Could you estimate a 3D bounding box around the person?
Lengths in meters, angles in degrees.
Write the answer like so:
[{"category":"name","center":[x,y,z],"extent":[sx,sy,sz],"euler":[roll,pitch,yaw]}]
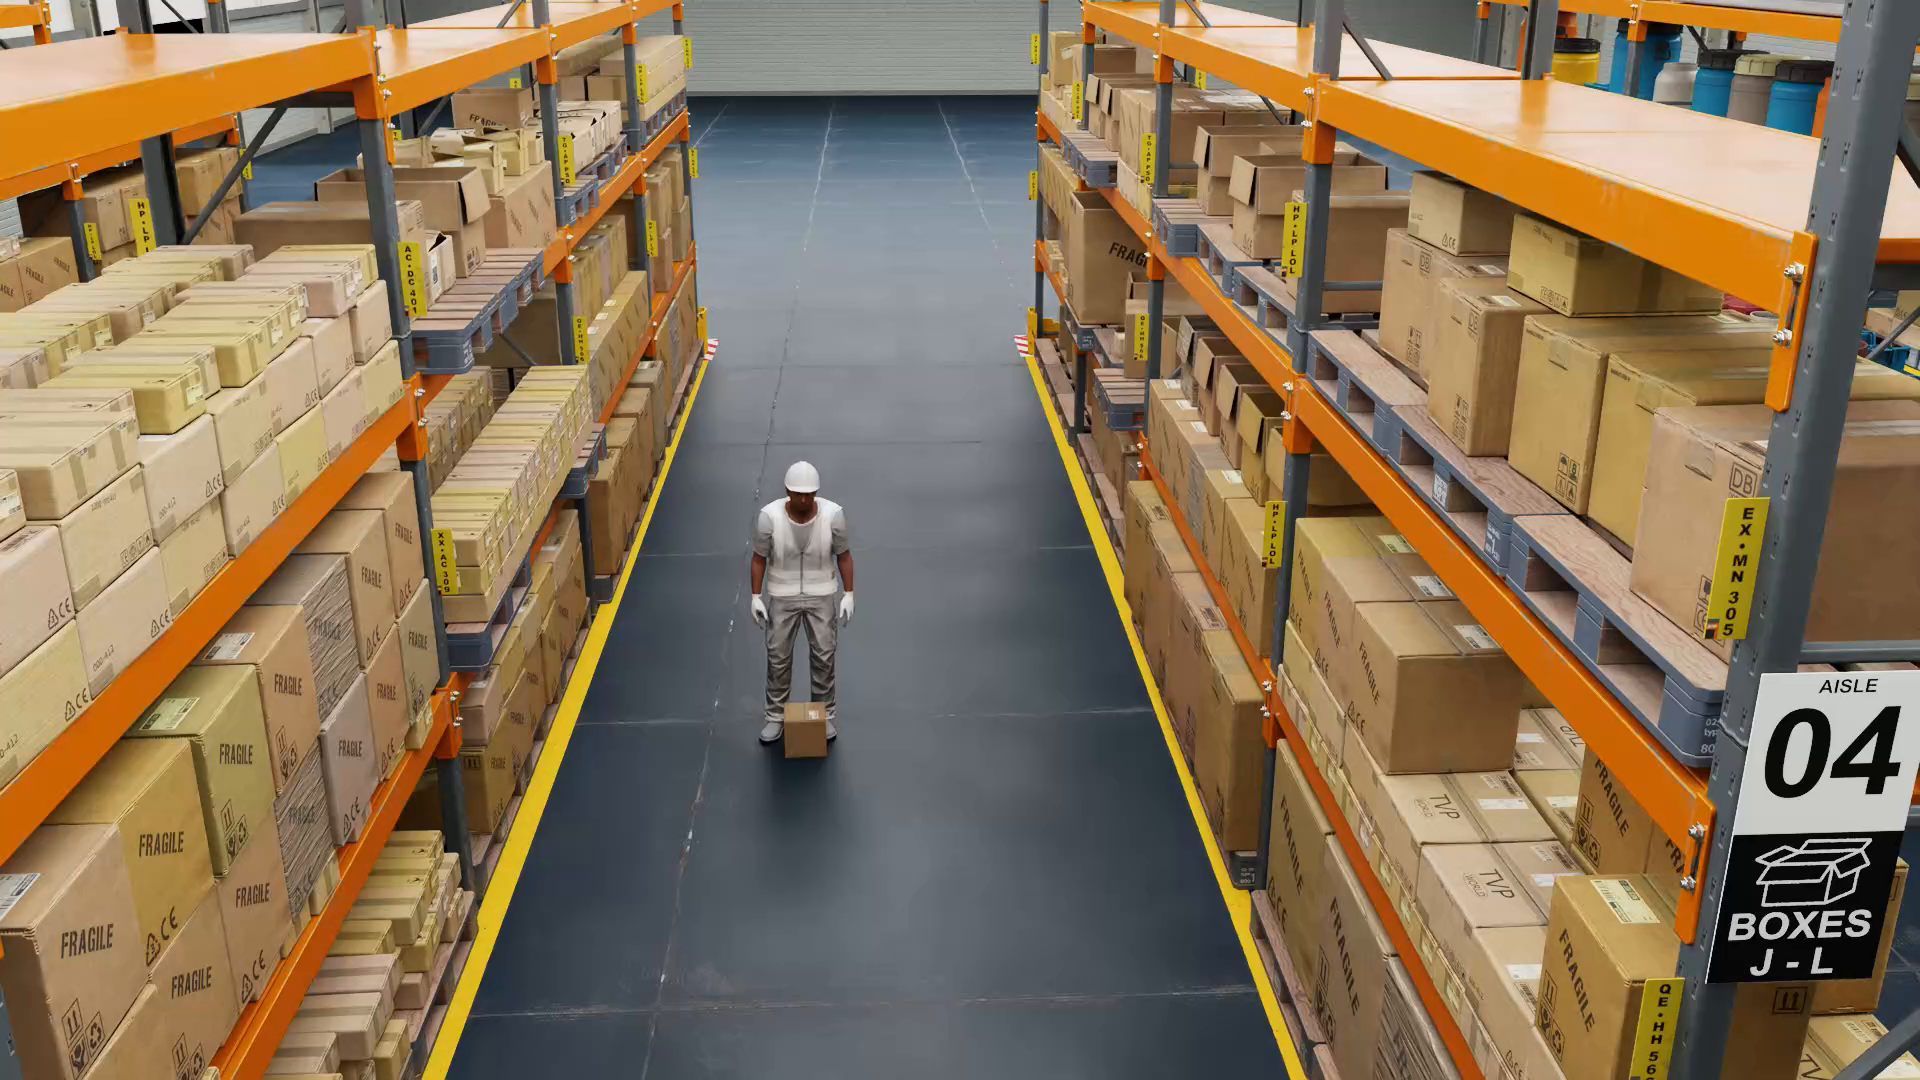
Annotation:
[{"category":"person","center":[-0.953,0.361,10.075],"extent":[0.631,1.776,0.443],"euler":[-2,20,-6]}]
